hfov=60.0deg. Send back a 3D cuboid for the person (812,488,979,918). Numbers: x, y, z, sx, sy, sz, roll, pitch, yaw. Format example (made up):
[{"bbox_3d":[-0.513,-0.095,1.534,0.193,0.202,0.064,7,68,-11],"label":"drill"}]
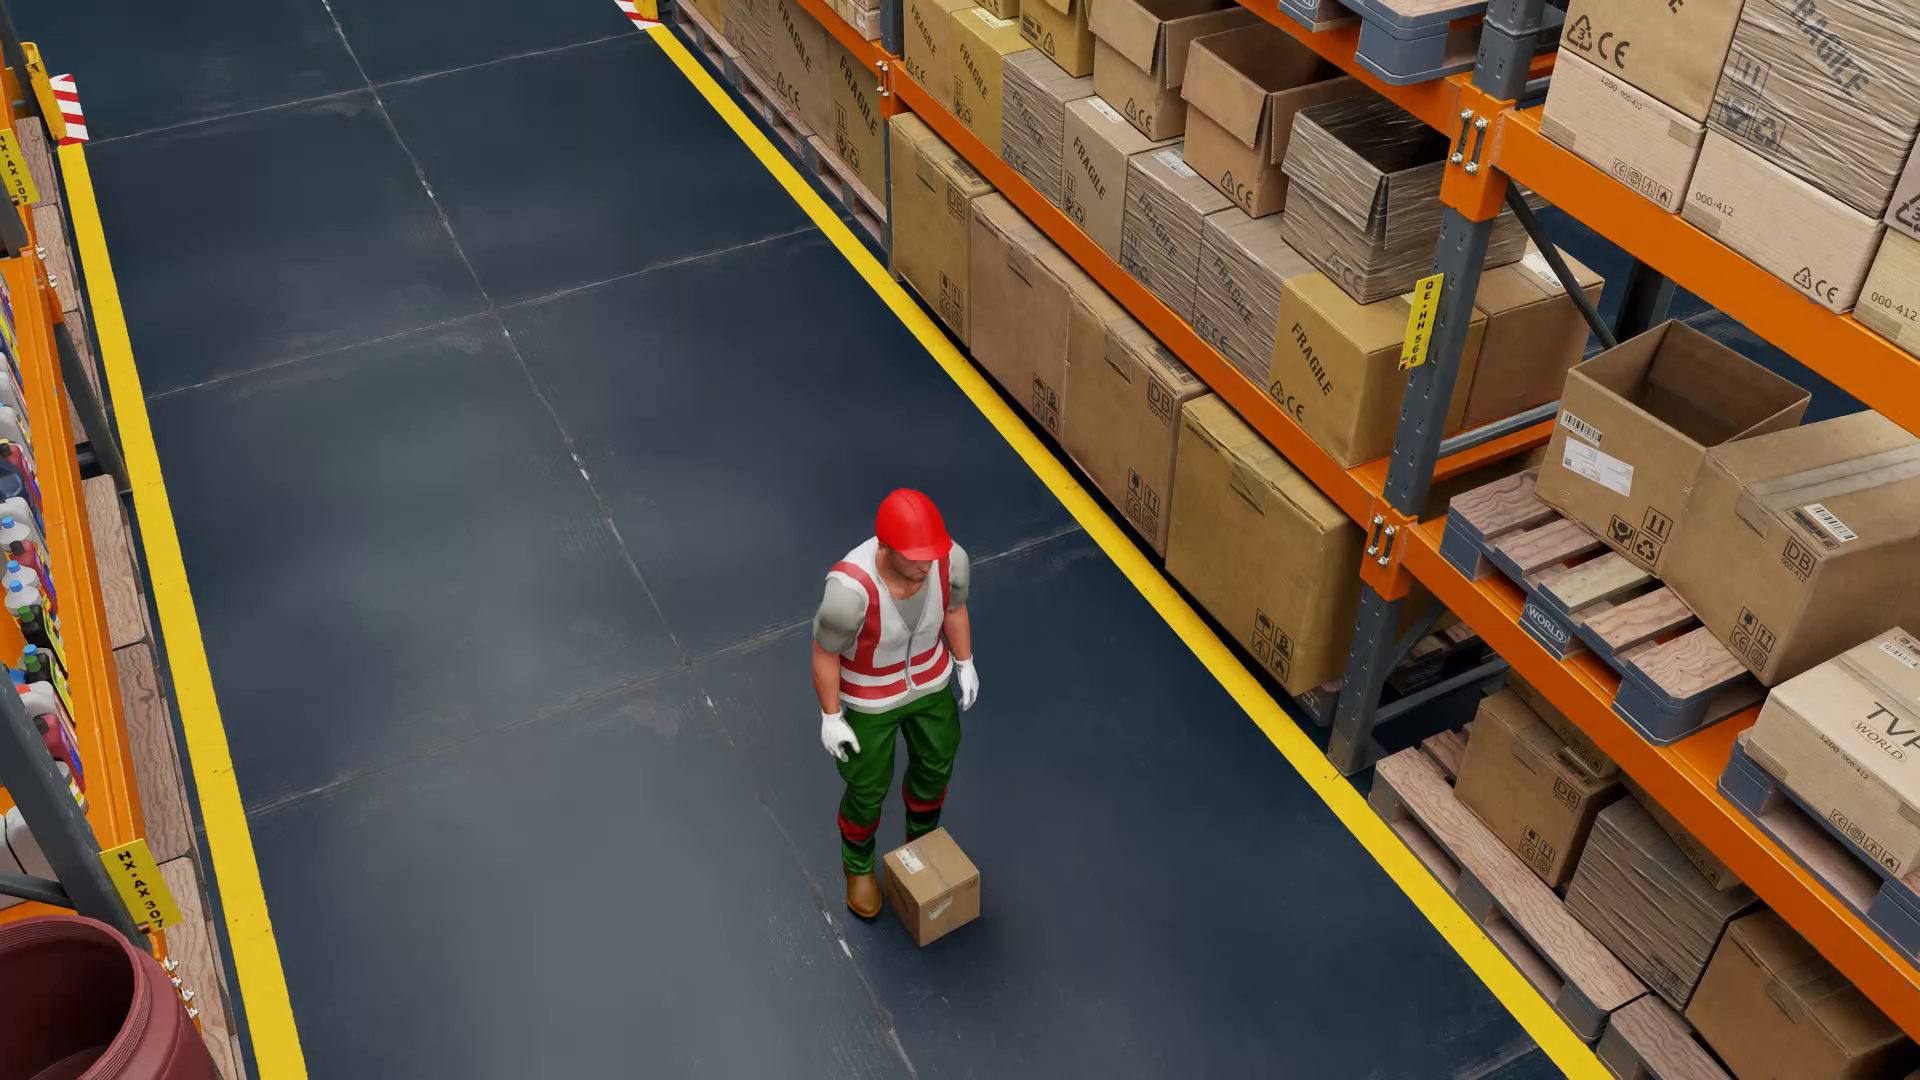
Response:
[{"bbox_3d":[-0.201,0.518,5.549,0.597,1.778,0.450,-20,45,-22],"label":"person"}]
